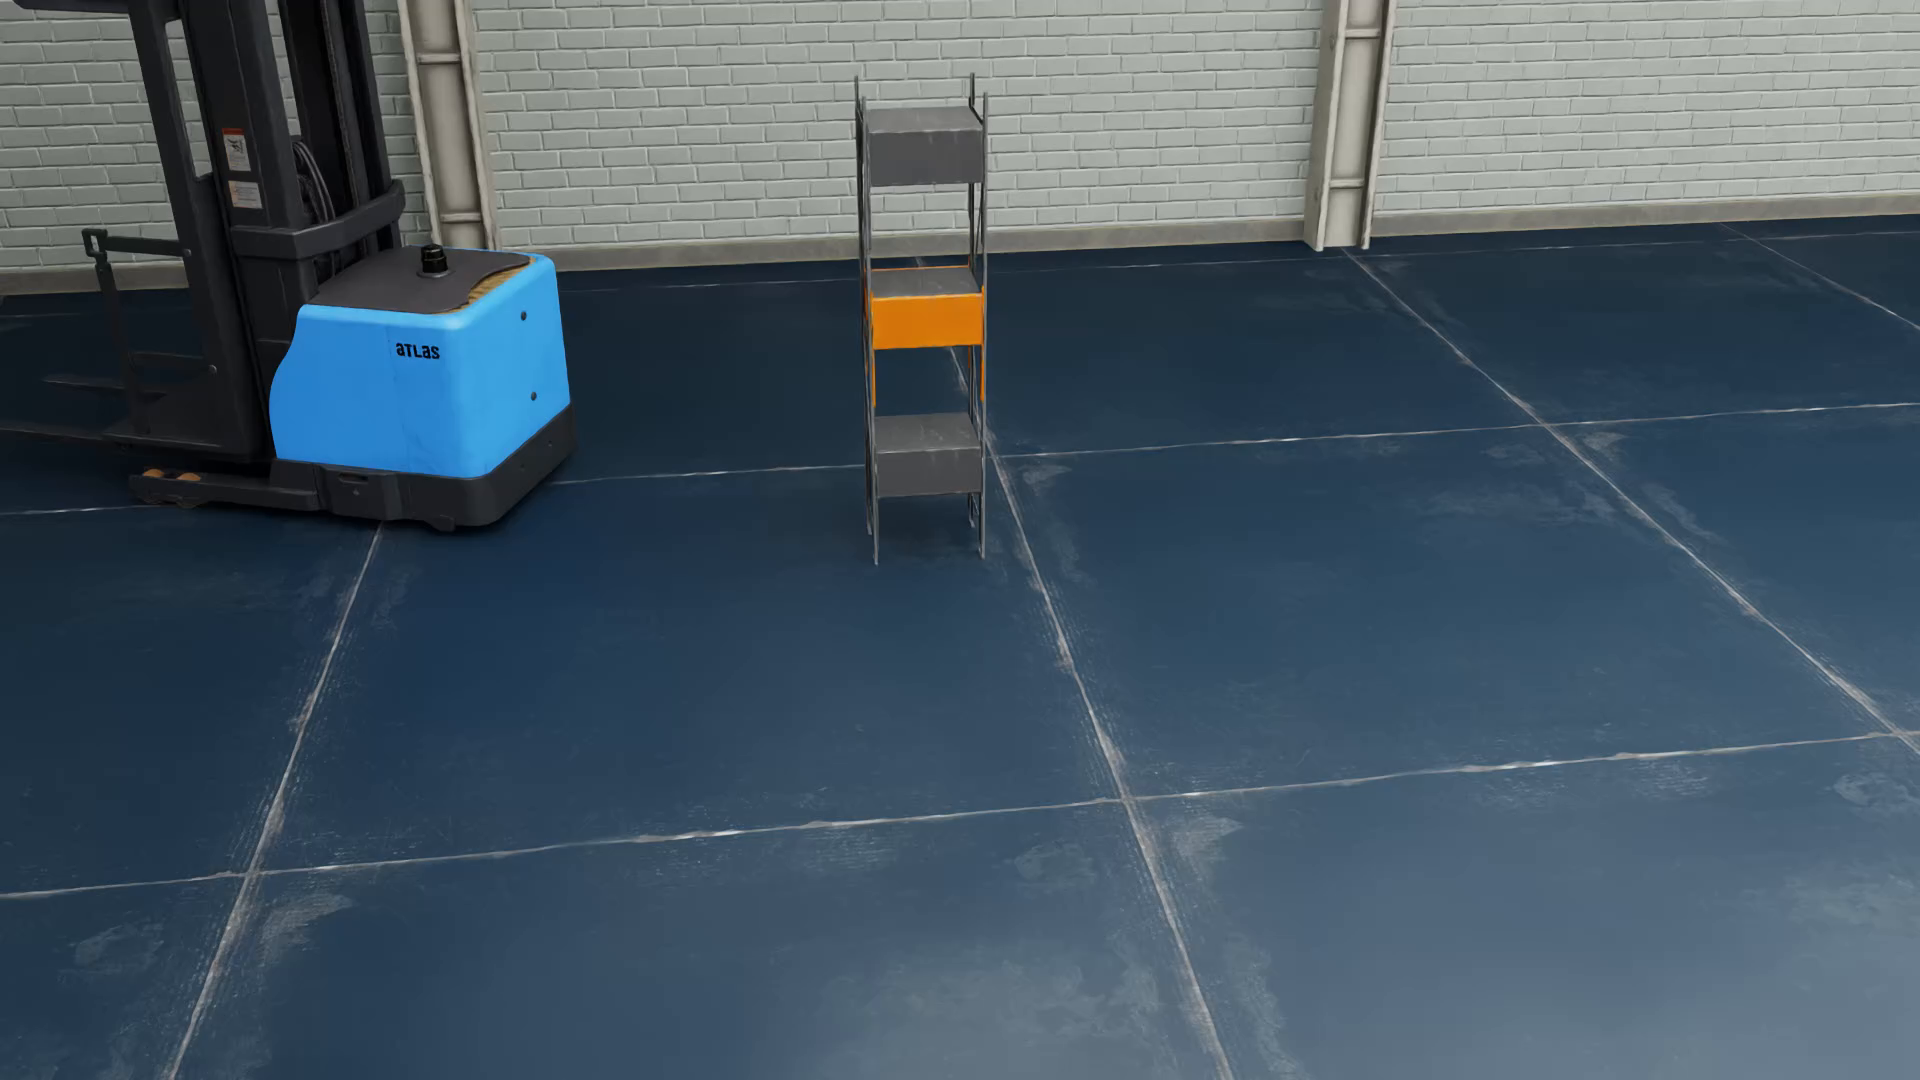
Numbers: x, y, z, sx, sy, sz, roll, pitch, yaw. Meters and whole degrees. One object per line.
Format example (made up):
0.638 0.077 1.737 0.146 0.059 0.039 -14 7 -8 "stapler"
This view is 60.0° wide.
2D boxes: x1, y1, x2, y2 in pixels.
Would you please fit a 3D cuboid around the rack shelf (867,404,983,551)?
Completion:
-0.164 -0.289 7.576 0.480 0.518 0.431 -4 27 -7 "rack shelf"

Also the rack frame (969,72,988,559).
0.078 -0.939 7.280 0.015 2.100 0.400 -4 27 -7 "rack frame"

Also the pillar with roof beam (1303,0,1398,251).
3.279 -4.175 6.029 0.400 9.000 9.100 -4 27 -7 "pillar with roof beam"

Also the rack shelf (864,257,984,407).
-0.164 -0.912 7.256 0.480 0.518 0.431 -4 27 -7 "rack shelf"

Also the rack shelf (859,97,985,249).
-0.164 -1.534 6.937 0.480 0.518 0.431 -4 27 -7 "rack shelf"

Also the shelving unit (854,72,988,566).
-0.164 -0.924 7.250 0.503 2.100 0.431 -4 27 -7 "shelving unit"

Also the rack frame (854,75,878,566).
-0.406 -0.908 7.220 0.015 2.100 0.400 -4 27 -7 "rack frame"

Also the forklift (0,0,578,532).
-3.533 -1.685 7.824 3.031 2.935 1.130 6 28 12 "forklift"

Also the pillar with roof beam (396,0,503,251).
-2.663 -3.793 5.285 0.400 9.000 9.100 -4 27 -7 "pillar with roof beam"
